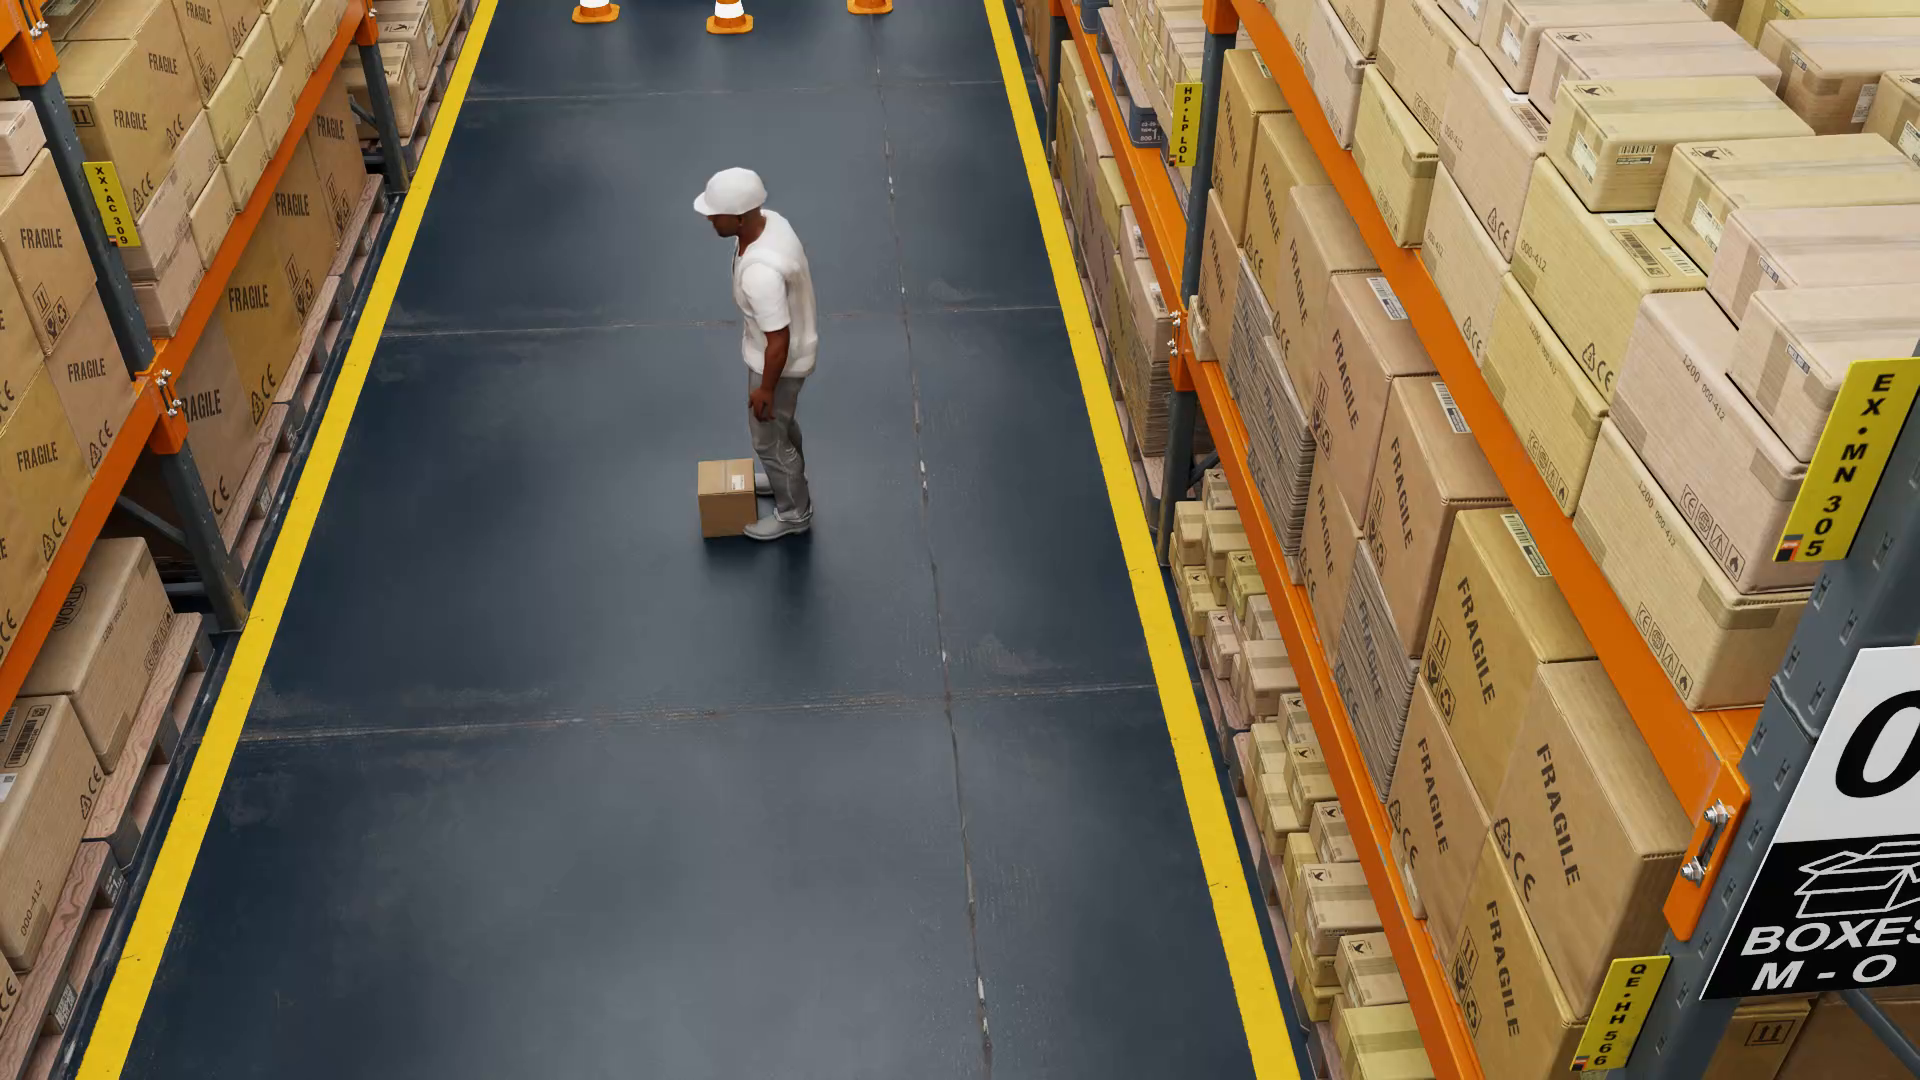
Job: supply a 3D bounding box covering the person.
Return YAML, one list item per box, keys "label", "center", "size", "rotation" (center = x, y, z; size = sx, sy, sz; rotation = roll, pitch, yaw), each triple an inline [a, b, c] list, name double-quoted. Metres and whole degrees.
- label: "person"
  center: [-0.834, -0.796, 7.126]
  size: [0.461, 1.760, 0.636]
  rotation: [-4, 39, -5]
